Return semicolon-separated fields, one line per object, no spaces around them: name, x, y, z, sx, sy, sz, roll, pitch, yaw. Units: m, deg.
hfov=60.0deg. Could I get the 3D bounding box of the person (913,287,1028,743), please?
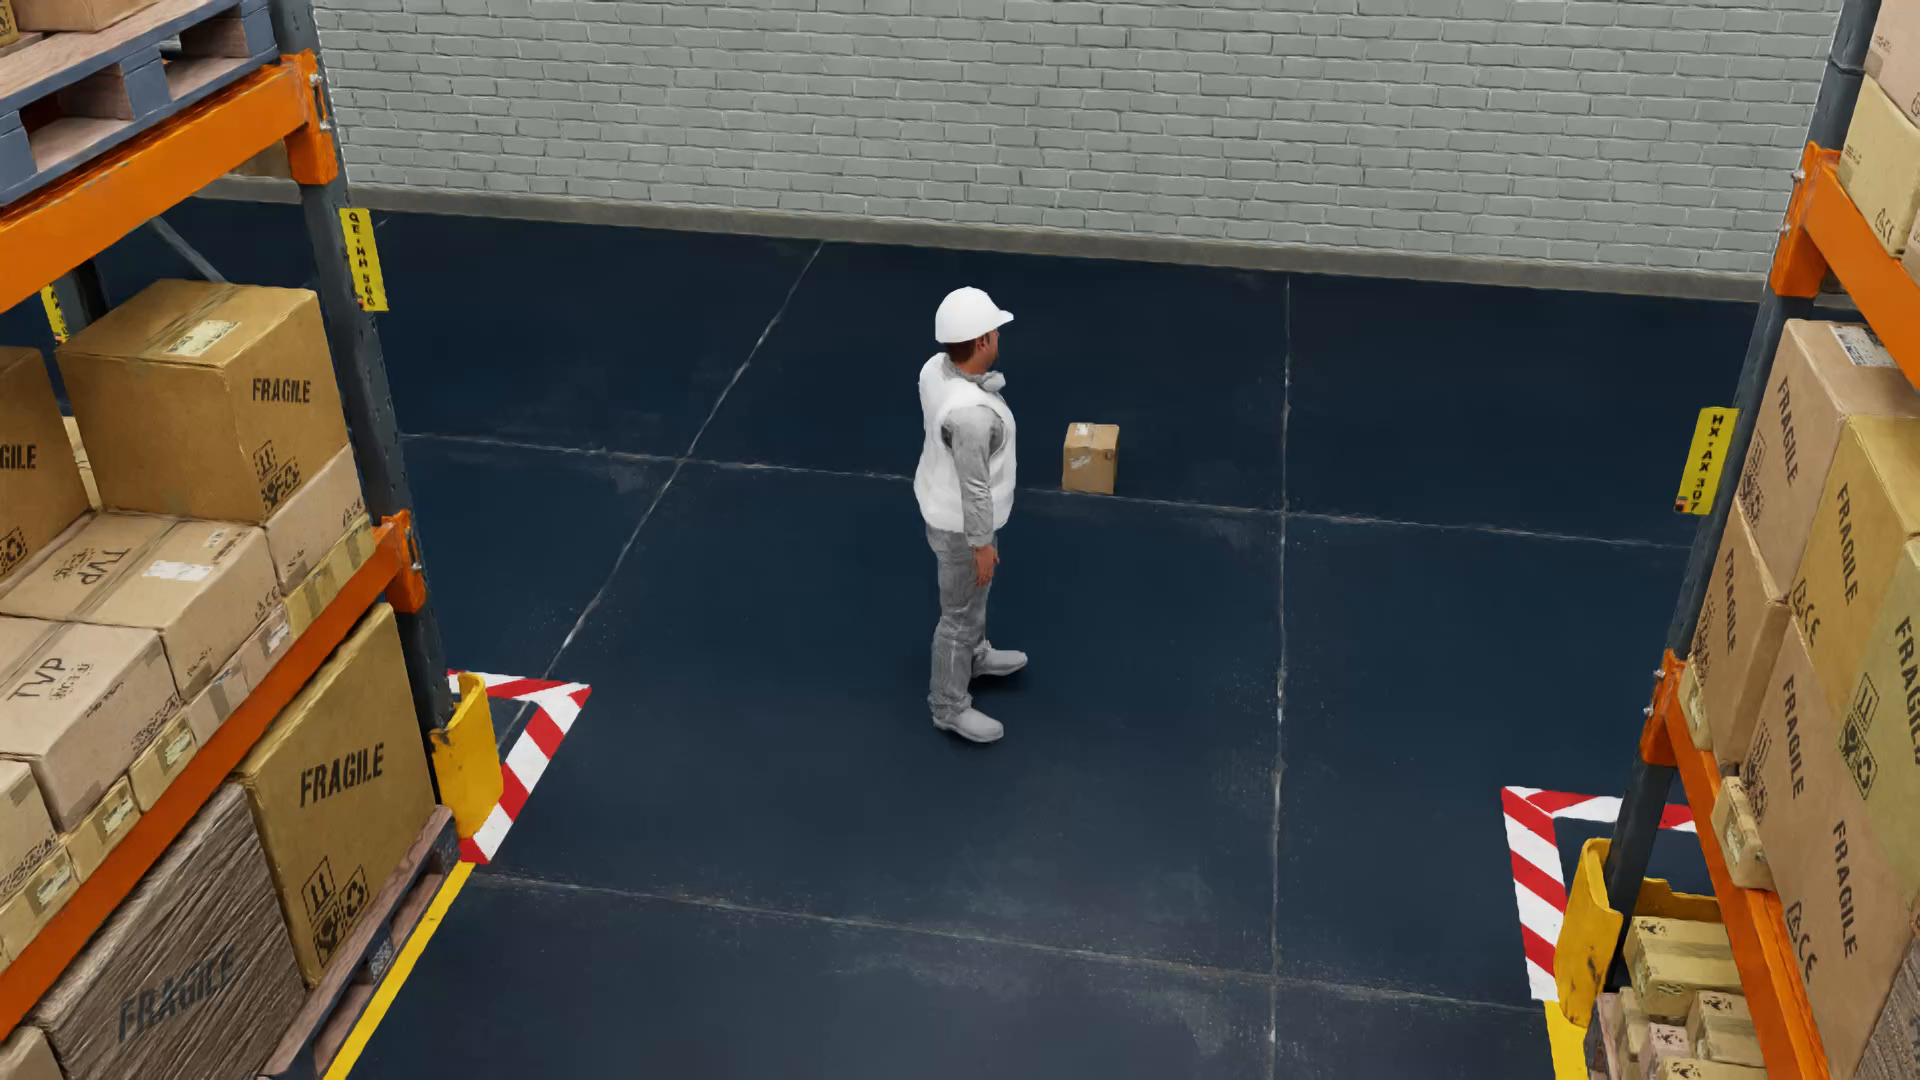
person;0.075;-0.113;6.241;0.470;1.781;0.588;-6;33;-9
